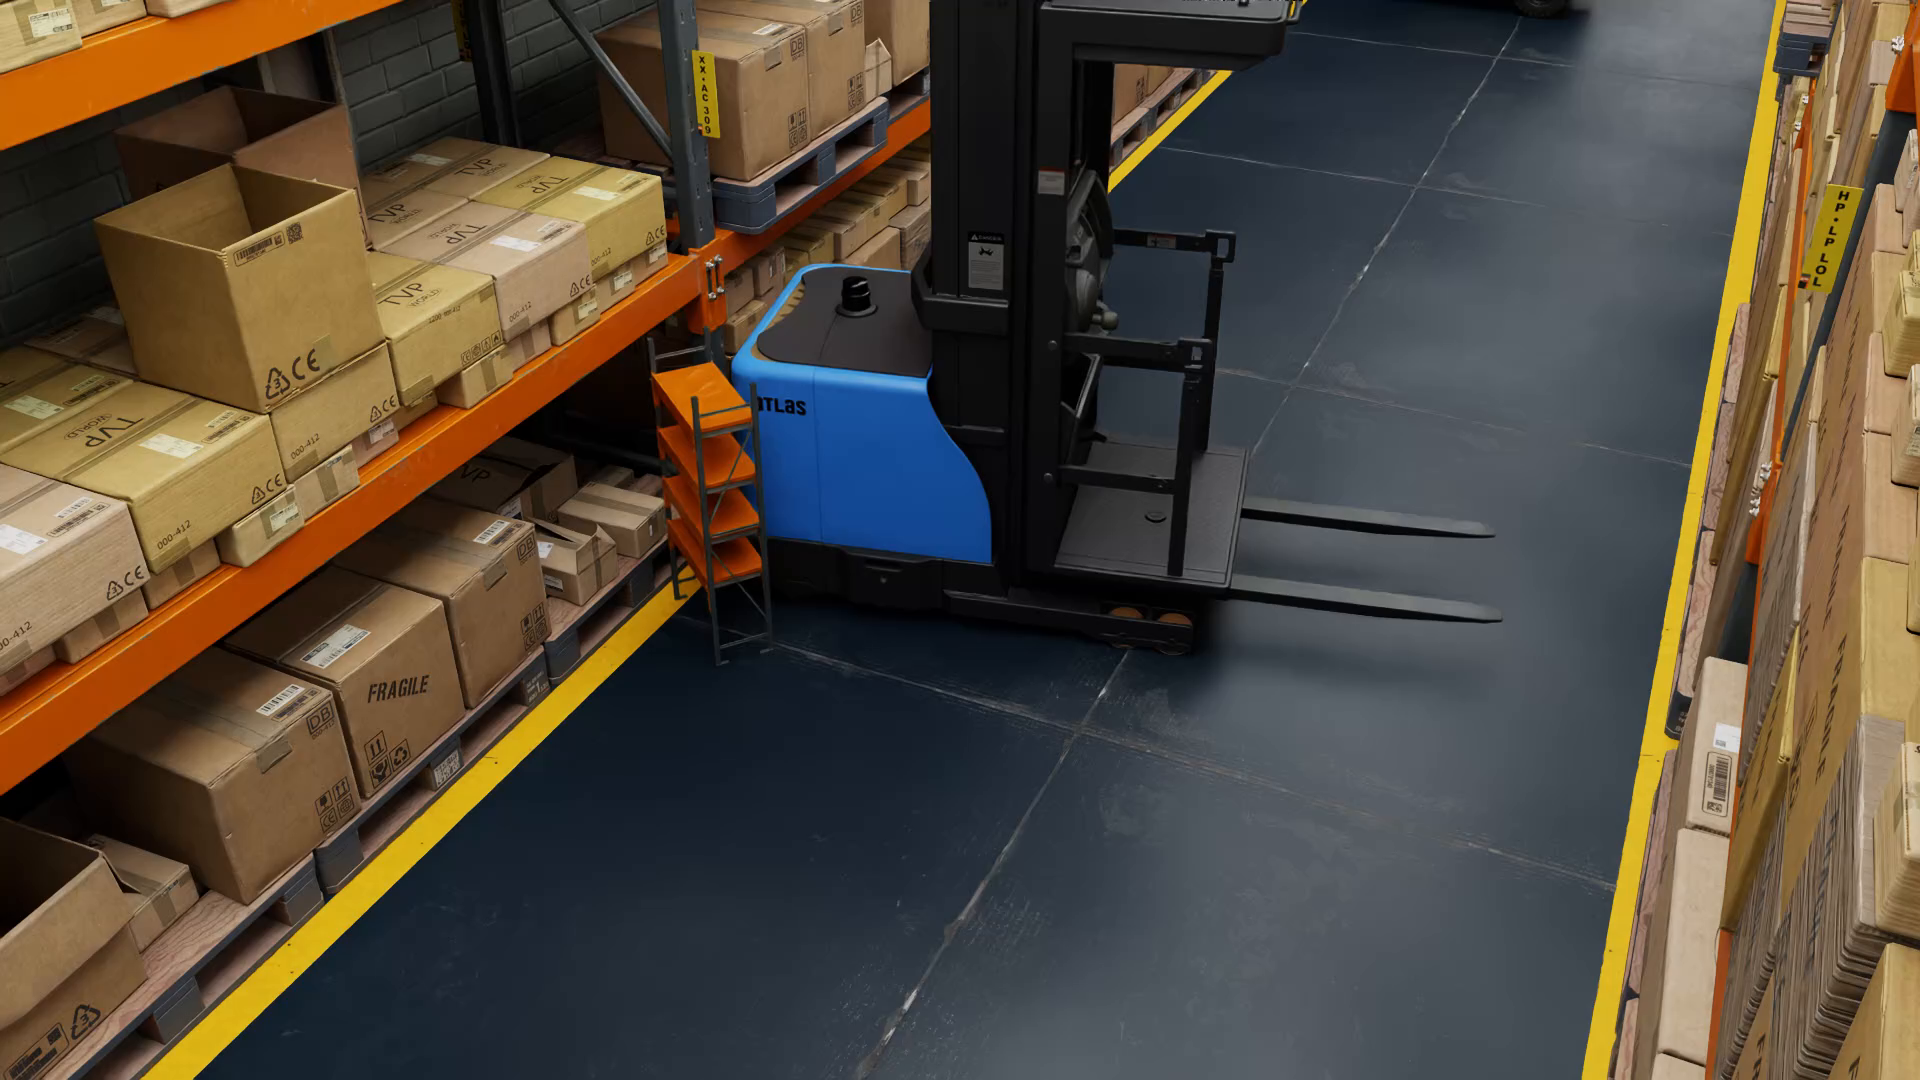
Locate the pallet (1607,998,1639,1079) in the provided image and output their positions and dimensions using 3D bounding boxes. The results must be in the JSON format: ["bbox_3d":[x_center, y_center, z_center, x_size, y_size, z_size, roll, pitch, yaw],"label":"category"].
[{"bbox_3d":[2.151,1.827,4.271,1.003,0.211,1.213,14,36,20],"label":"pallet"}]

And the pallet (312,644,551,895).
[{"bbox_3d":[-2.258,0.672,6.033,1.003,0.211,1.213,14,36,20],"label":"pallet"}]

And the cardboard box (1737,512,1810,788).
[{"bbox_3d":[2.187,0.318,3.938,0.500,0.500,0.500,14,36,21],"label":"cardboard box"}]

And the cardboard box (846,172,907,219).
[{"bbox_3d":[-0.493,-1.771,8.521,0.380,0.149,0.250,14,36,21],"label":"cardboard box"}]

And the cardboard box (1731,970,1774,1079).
[{"bbox_3d":[1.561,1.094,2.756,0.500,0.500,0.500,13,36,19],"label":"cardboard box"}]

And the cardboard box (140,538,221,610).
[{"bbox_3d":[-2.337,0.029,4.700,0.380,0.149,0.250,15,36,21],"label":"cardboard box"}]

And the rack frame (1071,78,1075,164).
[{"bbox_3d":[0.213,-3.438,9.758,1.000,3.000,0.127,14,36,20],"label":"rack frame"}]

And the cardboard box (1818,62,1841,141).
[{"bbox_3d":[3.849,-1.750,6.864,0.500,0.250,0.500,14,36,20],"label":"cardboard box"}]

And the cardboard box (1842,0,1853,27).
[{"bbox_3d":[4.294,-2.572,7.434,0.500,0.500,0.500,13,35,19],"label":"cardboard box"}]

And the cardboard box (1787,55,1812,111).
[{"bbox_3d":[6.179,-3.109,11.269,0.950,0.372,0.625,15,36,21],"label":"cardboard box"}]

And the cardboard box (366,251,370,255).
[{"bbox_3d":[-2.334,-0.815,5.623,0.500,0.250,0.500,15,36,22],"label":"cardboard box"}]

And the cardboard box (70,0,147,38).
[{"bbox_3d":[-2.233,-1.339,4.050,0.380,0.149,0.250,14,36,20],"label":"cardboard box"}]

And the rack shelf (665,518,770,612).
[{"bbox_3d":[-0.954,0.063,6.534,0.258,0.148,0.480,-15,37,-22],"label":"rack shelf"}]

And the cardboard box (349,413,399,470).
[{"bbox_3d":[-2.027,-0.360,5.293,0.380,0.149,0.250,14,36,20],"label":"cardboard box"}]

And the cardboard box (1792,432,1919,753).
[{"bbox_3d":[1.975,0.166,3.259,0.500,0.500,0.500,14,36,20],"label":"cardboard box"}]

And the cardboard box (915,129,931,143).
[{"bbox_3d":[-0.152,-2.151,9.100,0.380,0.149,0.250,15,36,22],"label":"cardboard box"}]

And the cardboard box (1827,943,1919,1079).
[{"bbox_3d":[1.361,0.928,2.096,0.500,0.500,0.500,15,36,22],"label":"cardboard box"}]

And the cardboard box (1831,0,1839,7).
[{"bbox_3d":[4.660,-2.933,8.243,0.500,0.500,0.500,13,35,19],"label":"cardboard box"}]

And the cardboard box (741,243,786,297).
[{"bbox_3d":[-1.004,-1.230,7.424,0.380,0.149,0.250,12,35,18],"label":"cardboard box"}]

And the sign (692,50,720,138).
[{"bbox_3d":[-0.965,-1.688,6.299,0.100,0.325,0.005,14,36,20],"label":"sign"}]

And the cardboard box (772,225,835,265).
[{"bbox_3d":[-0.824,-1.391,7.941,0.380,0.149,0.250,14,36,20],"label":"cardboard box"}]

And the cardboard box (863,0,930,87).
[{"bbox_3d":[-0.510,-2.502,7.856,0.700,0.500,0.500,14,36,20],"label":"cardboard box"}]

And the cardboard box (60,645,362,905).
[{"bbox_3d":[-2.399,0.716,5.319,0.700,0.500,0.500,16,36,22],"label":"cardboard box"}]

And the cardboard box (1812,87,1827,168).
[{"bbox_3d":[4.091,-1.793,7.386,0.500,0.250,0.500,13,35,19],"label":"cardboard box"}]

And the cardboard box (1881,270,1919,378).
[{"bbox_3d":[2.223,-0.439,3.590,0.380,0.149,0.250,13,35,19],"label":"cardboard box"}]

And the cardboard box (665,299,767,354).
[{"bbox_3d":[-1.069,-0.965,7.292,0.380,0.149,0.250,16,36,23],"label":"cardboard box"}]

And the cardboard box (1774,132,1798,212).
[{"bbox_3d":[5.269,-2.027,9.619,0.950,0.372,0.625,13,36,20],"label":"cardboard box"}]

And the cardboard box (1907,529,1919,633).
[{"bbox_3d":[1.828,0.079,2.800,0.380,0.149,0.250,15,36,22],"label":"cardboard box"}]

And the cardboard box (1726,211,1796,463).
[{"bbox_3d":[3.981,-0.820,7.320,0.875,0.875,0.875,15,36,21],"label":"cardboard box"}]

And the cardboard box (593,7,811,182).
[{"bbox_3d":[-1.055,-1.853,6.867,0.700,0.500,0.500,15,36,22],"label":"cardboard box"}]

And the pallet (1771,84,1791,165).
[{"bbox_3d":[6.072,-2.739,11.235,1.003,0.211,1.213,14,36,20],"label":"pallet"}]

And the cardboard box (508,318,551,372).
[{"bbox_3d":[-1.675,-0.730,5.857,0.380,0.149,0.250,15,36,22],"label":"cardboard box"}]

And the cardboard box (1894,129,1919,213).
[{"bbox_3d":[2.681,-0.943,4.358,0.380,0.149,0.250,14,36,20],"label":"cardboard box"}]

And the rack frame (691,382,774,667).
[{"bbox_3d":[-0.840,-0.034,6.206,0.240,1.200,0.015,-15,37,-22],"label":"rack frame"}]

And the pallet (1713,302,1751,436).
[{"bbox_3d":[4.324,-0.760,8.217,1.003,0.211,1.213,14,36,20],"label":"pallet"}]

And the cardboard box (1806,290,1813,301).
[{"bbox_3d":[3.215,-0.982,5.692,0.500,0.250,0.500,15,36,22],"label":"cardboard box"}]

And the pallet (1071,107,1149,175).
[{"bbox_3d":[0.593,-2.673,11.134,1.003,0.211,1.213,14,36,20],"label":"pallet"}]

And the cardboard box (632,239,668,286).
[{"bbox_3d":[-1.365,-1.124,6.458,0.380,0.149,0.250,15,36,21],"label":"cardboard box"}]

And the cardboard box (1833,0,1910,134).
[{"bbox_3d":[3.651,-1.818,6.284,0.500,0.500,0.500,15,36,21],"label":"cardboard box"}]

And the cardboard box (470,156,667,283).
[{"bbox_3d":[-1.452,-1.198,6.207,0.500,0.250,0.500,15,36,22],"label":"cardboard box"}]

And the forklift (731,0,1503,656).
[{"bbox_3d":[0.676,-1.090,6.240,3.031,2.935,1.130,7,34,11],"label":"forklift"}]

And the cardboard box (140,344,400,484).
[{"bbox_3d":[-2.085,-0.444,5.057,0.500,0.250,0.500,13,36,19],"label":"cardboard box"}]

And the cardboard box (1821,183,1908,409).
[{"bbox_3d":[2.630,-0.588,4.408,0.500,0.500,0.500,14,36,21],"label":"cardboard box"}]

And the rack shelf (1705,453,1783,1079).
[{"bbox_3d":[2.212,0.988,3.664,1.077,0.370,4.000,14,36,20],"label":"rack shelf"}]

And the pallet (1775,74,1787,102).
[{"bbox_3d":[6.645,-3.470,12.350,1.003,0.211,1.213,14,36,20],"label":"pallet"}]

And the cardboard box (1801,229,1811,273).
[{"bbox_3d":[3.450,-1.028,6.219,0.500,0.250,0.500,13,35,19],"label":"cardboard box"}]

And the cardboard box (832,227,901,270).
[{"bbox_3d":[-0.627,-1.281,8.364,0.500,0.500,0.500,13,35,19],"label":"cardboard box"}]

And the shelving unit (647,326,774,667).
[{"bbox_3d":[-0.951,-0.157,6.385,0.258,1.200,0.503,-15,37,-22],"label":"shelving unit"}]

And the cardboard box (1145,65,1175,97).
[{"bbox_3d":[1.034,-3.591,11.774,0.875,0.625,0.625,13,35,19],"label":"cardboard box"}]

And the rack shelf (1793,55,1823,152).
[{"bbox_3d":[5.559,-2.997,9.741,1.077,0.370,4.000,14,36,20],"label":"rack shelf"}]

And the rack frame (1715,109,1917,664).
[{"bbox_3d":[3.049,-0.309,4.986,1.000,3.000,0.127,14,36,20],"label":"rack frame"}]

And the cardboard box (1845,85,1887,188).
[{"bbox_3d":[3.008,-1.049,5.112,0.500,0.500,0.500,15,36,22],"label":"cardboard box"}]

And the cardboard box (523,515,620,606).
[{"bbox_3d":[-1.577,0.044,6.557,0.396,0.266,0.258,15,36,22],"label":"cardboard box"}]

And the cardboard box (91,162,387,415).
[{"bbox_3d":[-2.073,-0.741,4.826,0.500,0.500,0.500,15,36,22],"label":"cardboard box"}]

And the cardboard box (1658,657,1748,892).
[{"bbox_3d":[2.689,0.875,5.134,0.875,0.438,0.875,14,36,20],"label":"cardboard box"}]
